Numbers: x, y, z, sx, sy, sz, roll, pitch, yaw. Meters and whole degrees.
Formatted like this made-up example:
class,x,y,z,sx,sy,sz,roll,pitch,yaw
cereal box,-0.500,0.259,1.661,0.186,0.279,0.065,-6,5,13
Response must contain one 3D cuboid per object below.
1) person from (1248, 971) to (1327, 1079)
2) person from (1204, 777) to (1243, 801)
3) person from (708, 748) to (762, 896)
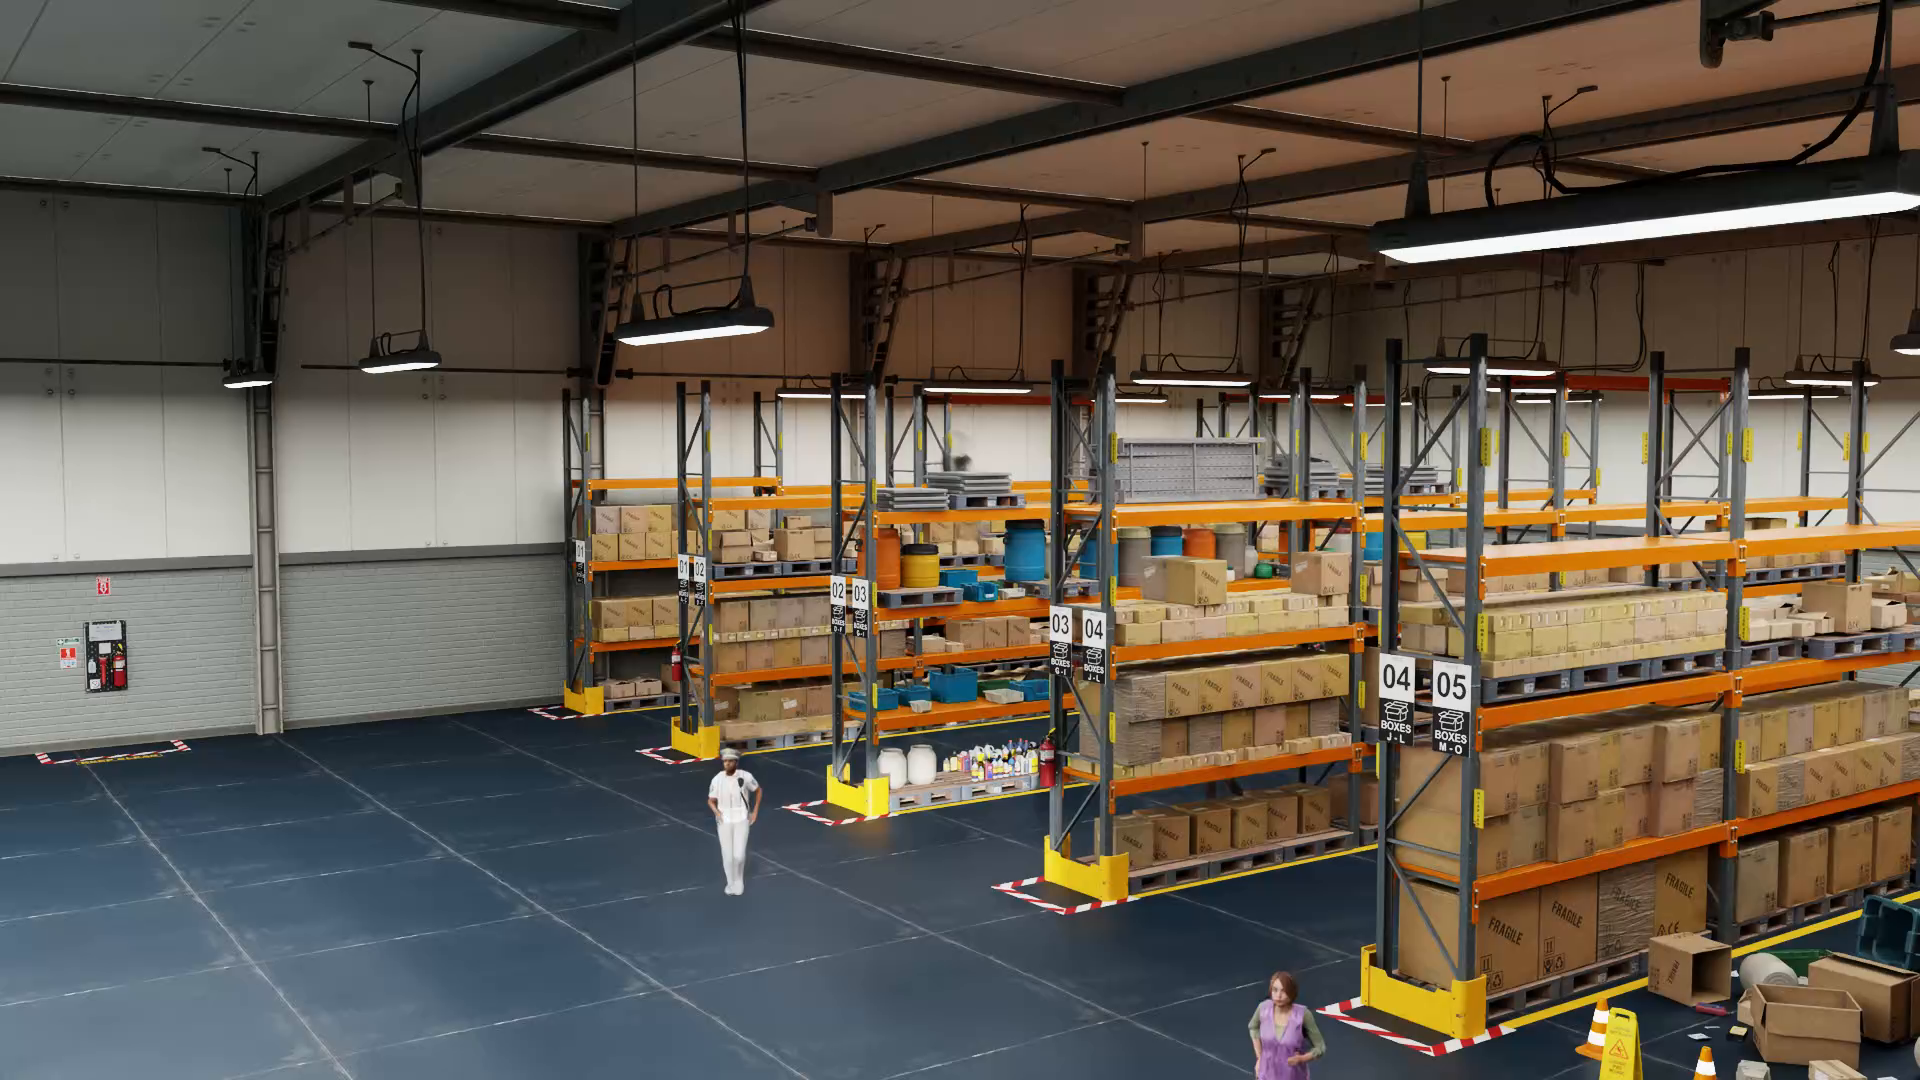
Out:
class,x,y,z,sx,sy,sz,roll,pitch,yaw
person,2.172,3.653,11.072,0.518,1.631,0.784,1,4,12
person,3.568,2.863,22.503,0.720,1.770,0.652,-3,5,-36
person,-2.523,3.138,18.524,0.579,1.658,0.603,0,4,2
